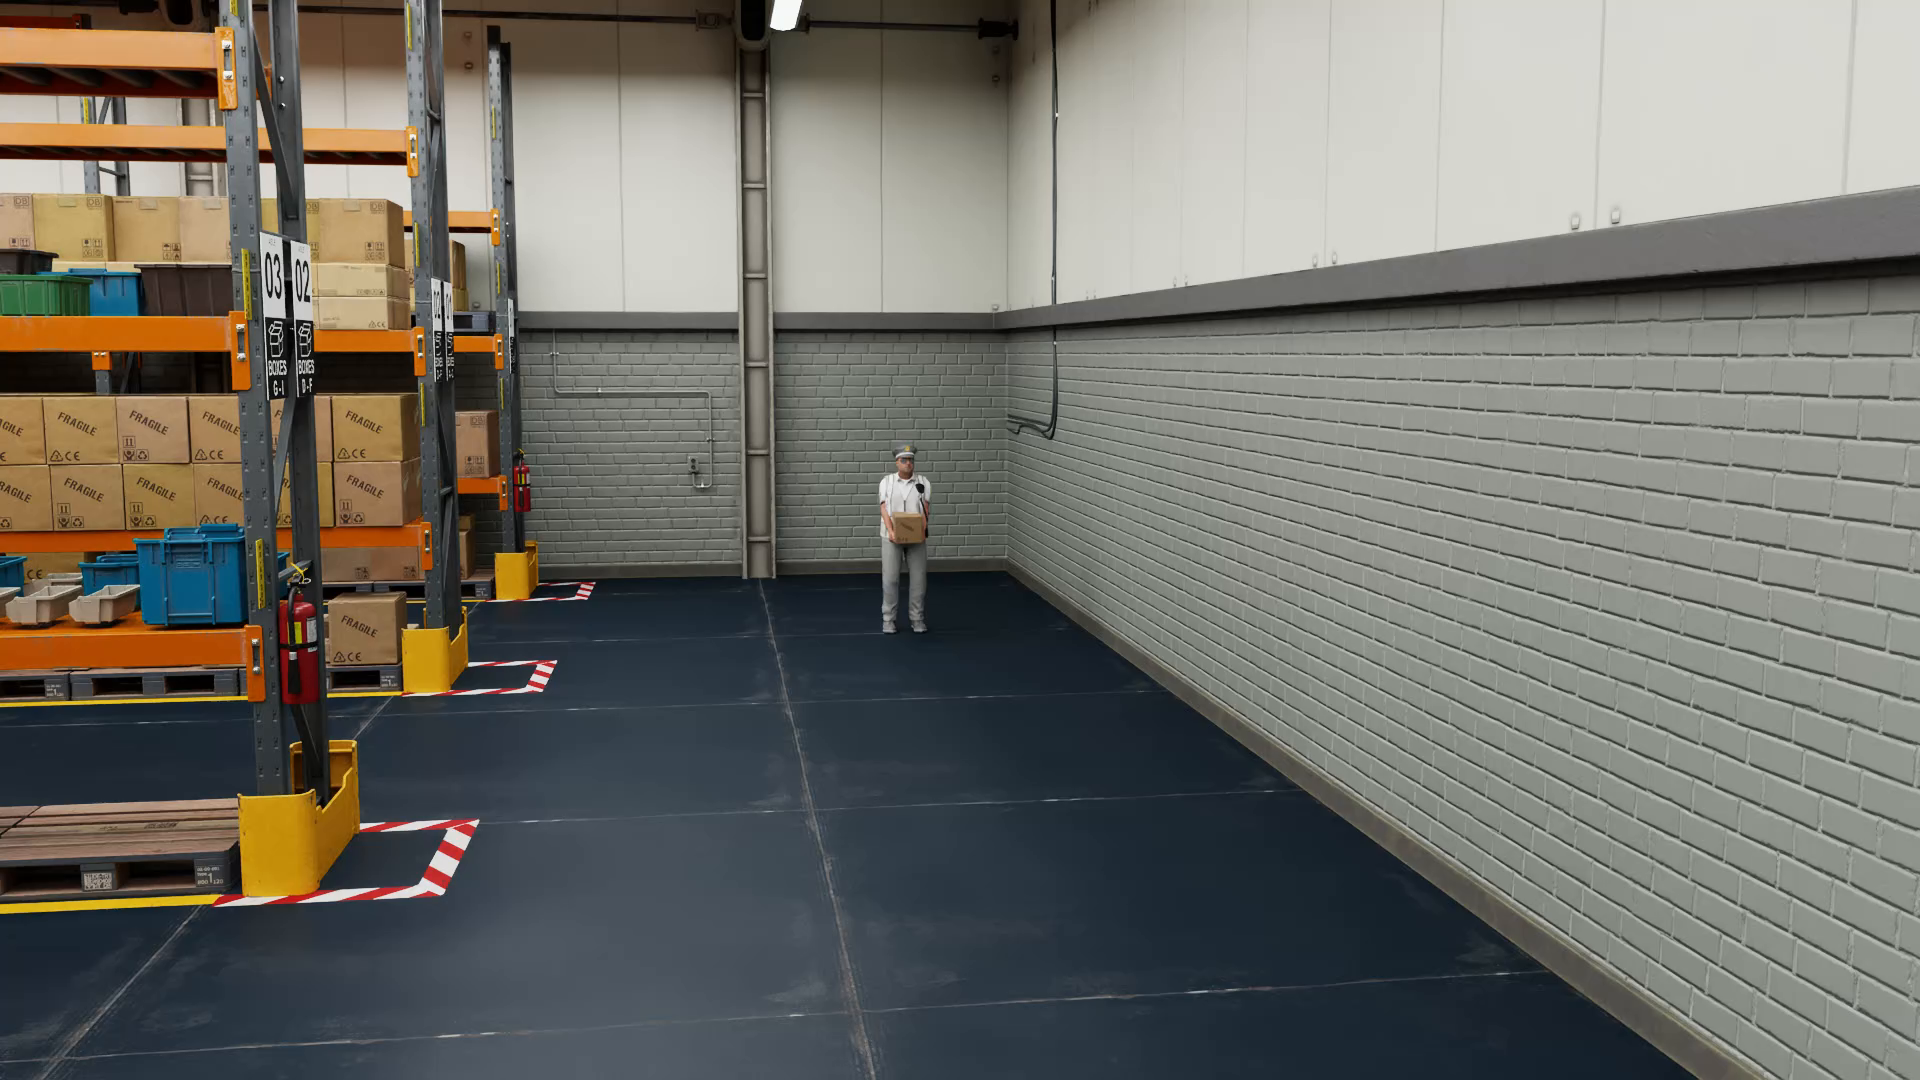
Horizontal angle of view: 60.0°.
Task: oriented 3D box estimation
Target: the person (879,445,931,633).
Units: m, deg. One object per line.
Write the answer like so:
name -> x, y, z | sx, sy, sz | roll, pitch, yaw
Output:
person -> -0.505, -0.012, 15.689 | 0.494, 1.768, 0.564 | -1, 7, -9
